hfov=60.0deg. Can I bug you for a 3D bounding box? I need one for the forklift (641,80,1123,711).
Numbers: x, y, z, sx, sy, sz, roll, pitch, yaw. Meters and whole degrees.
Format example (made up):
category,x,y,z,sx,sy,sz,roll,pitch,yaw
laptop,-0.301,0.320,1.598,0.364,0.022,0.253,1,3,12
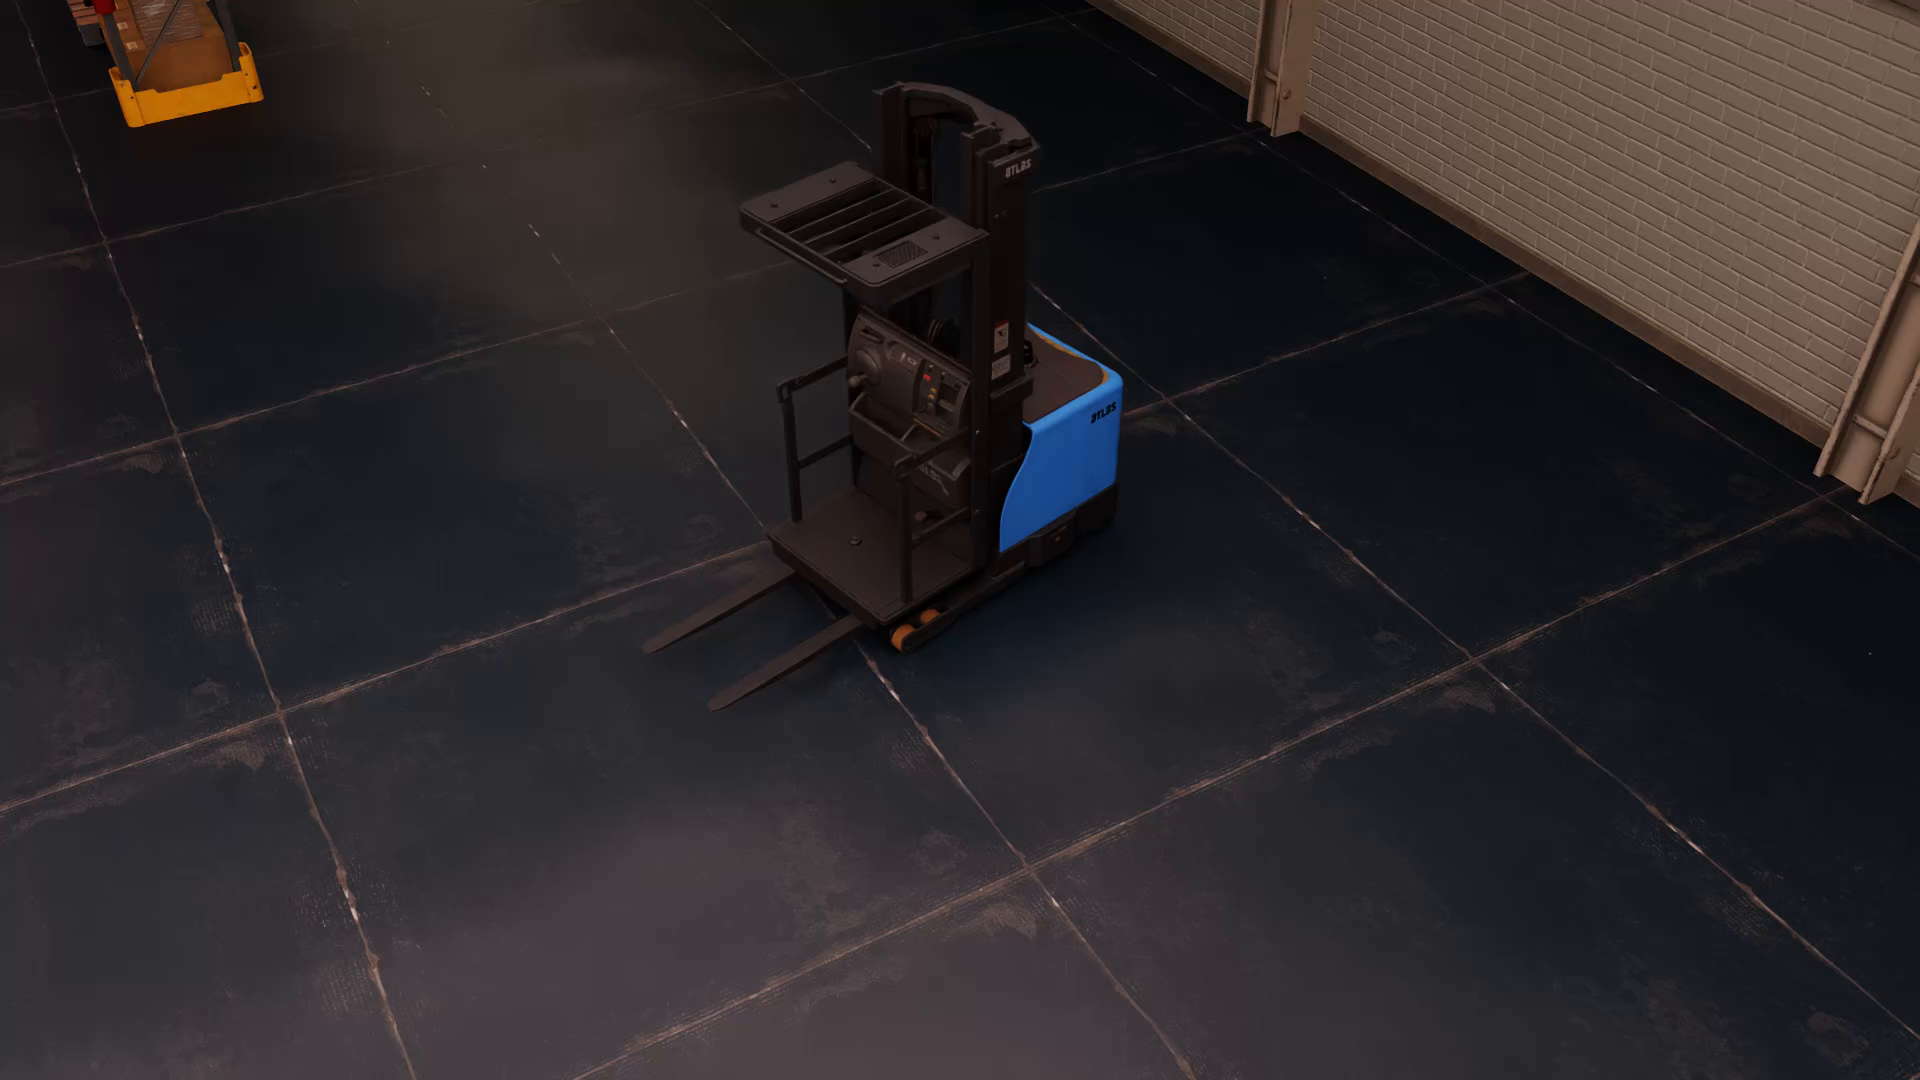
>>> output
category,x,y,z,sx,sy,sz,roll,pitch,yaw
forklift,-0.442,-0.856,9.068,3.031,2.935,1.130,-31,49,-32
